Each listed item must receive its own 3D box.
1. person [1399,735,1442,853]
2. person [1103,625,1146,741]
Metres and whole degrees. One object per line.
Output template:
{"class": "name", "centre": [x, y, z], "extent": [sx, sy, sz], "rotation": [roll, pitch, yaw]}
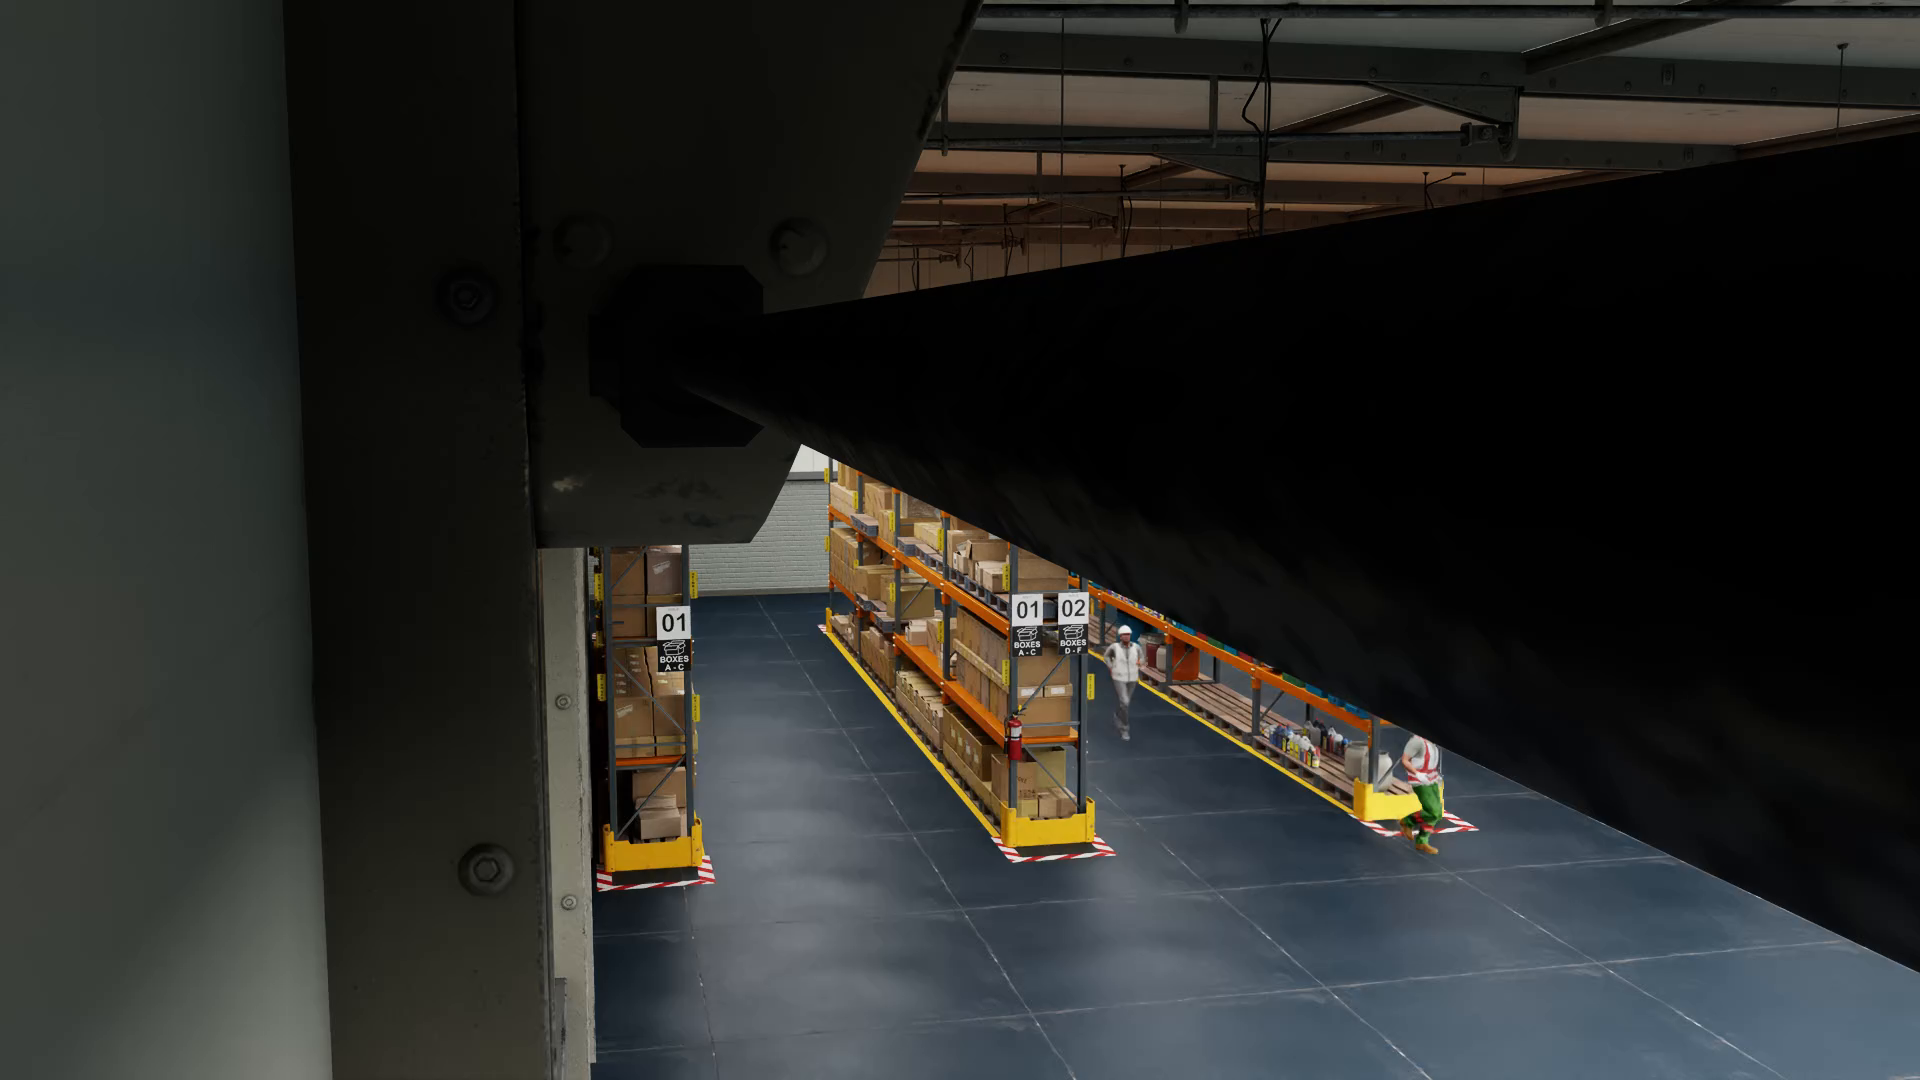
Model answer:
{"class": "person", "centre": [5.778, 3.018, 20.732], "extent": [0.552, 1.748, 0.692], "rotation": [6, 9, 43]}
{"class": "person", "centre": [2.672, 2.274, 26.840], "extent": [0.630, 1.837, 0.789], "rotation": [-2, 7, -17]}
